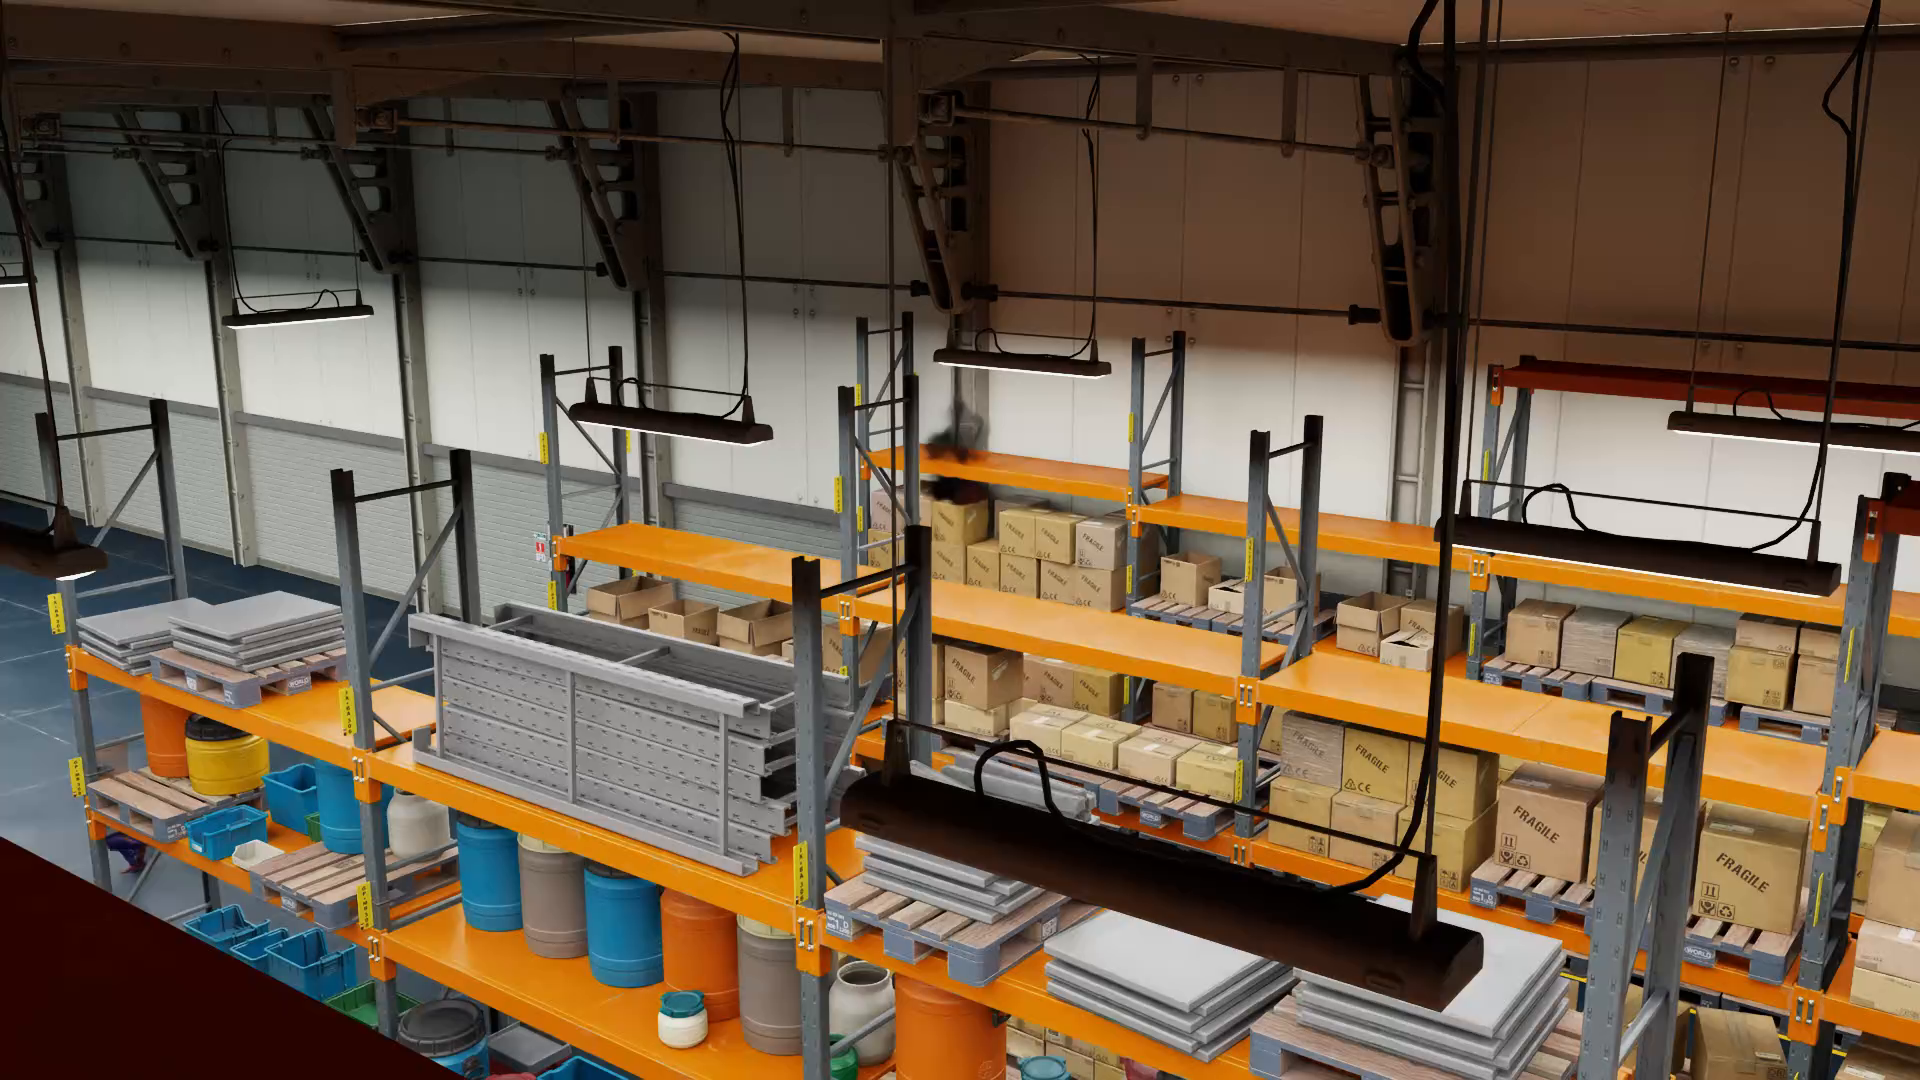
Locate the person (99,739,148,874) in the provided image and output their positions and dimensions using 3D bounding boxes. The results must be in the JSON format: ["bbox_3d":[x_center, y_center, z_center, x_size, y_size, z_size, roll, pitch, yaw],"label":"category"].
[{"bbox_3d":[-9.532,3.071,18.734,0.569,1.532,0.628,-6,14,-23],"label":"person"}]
